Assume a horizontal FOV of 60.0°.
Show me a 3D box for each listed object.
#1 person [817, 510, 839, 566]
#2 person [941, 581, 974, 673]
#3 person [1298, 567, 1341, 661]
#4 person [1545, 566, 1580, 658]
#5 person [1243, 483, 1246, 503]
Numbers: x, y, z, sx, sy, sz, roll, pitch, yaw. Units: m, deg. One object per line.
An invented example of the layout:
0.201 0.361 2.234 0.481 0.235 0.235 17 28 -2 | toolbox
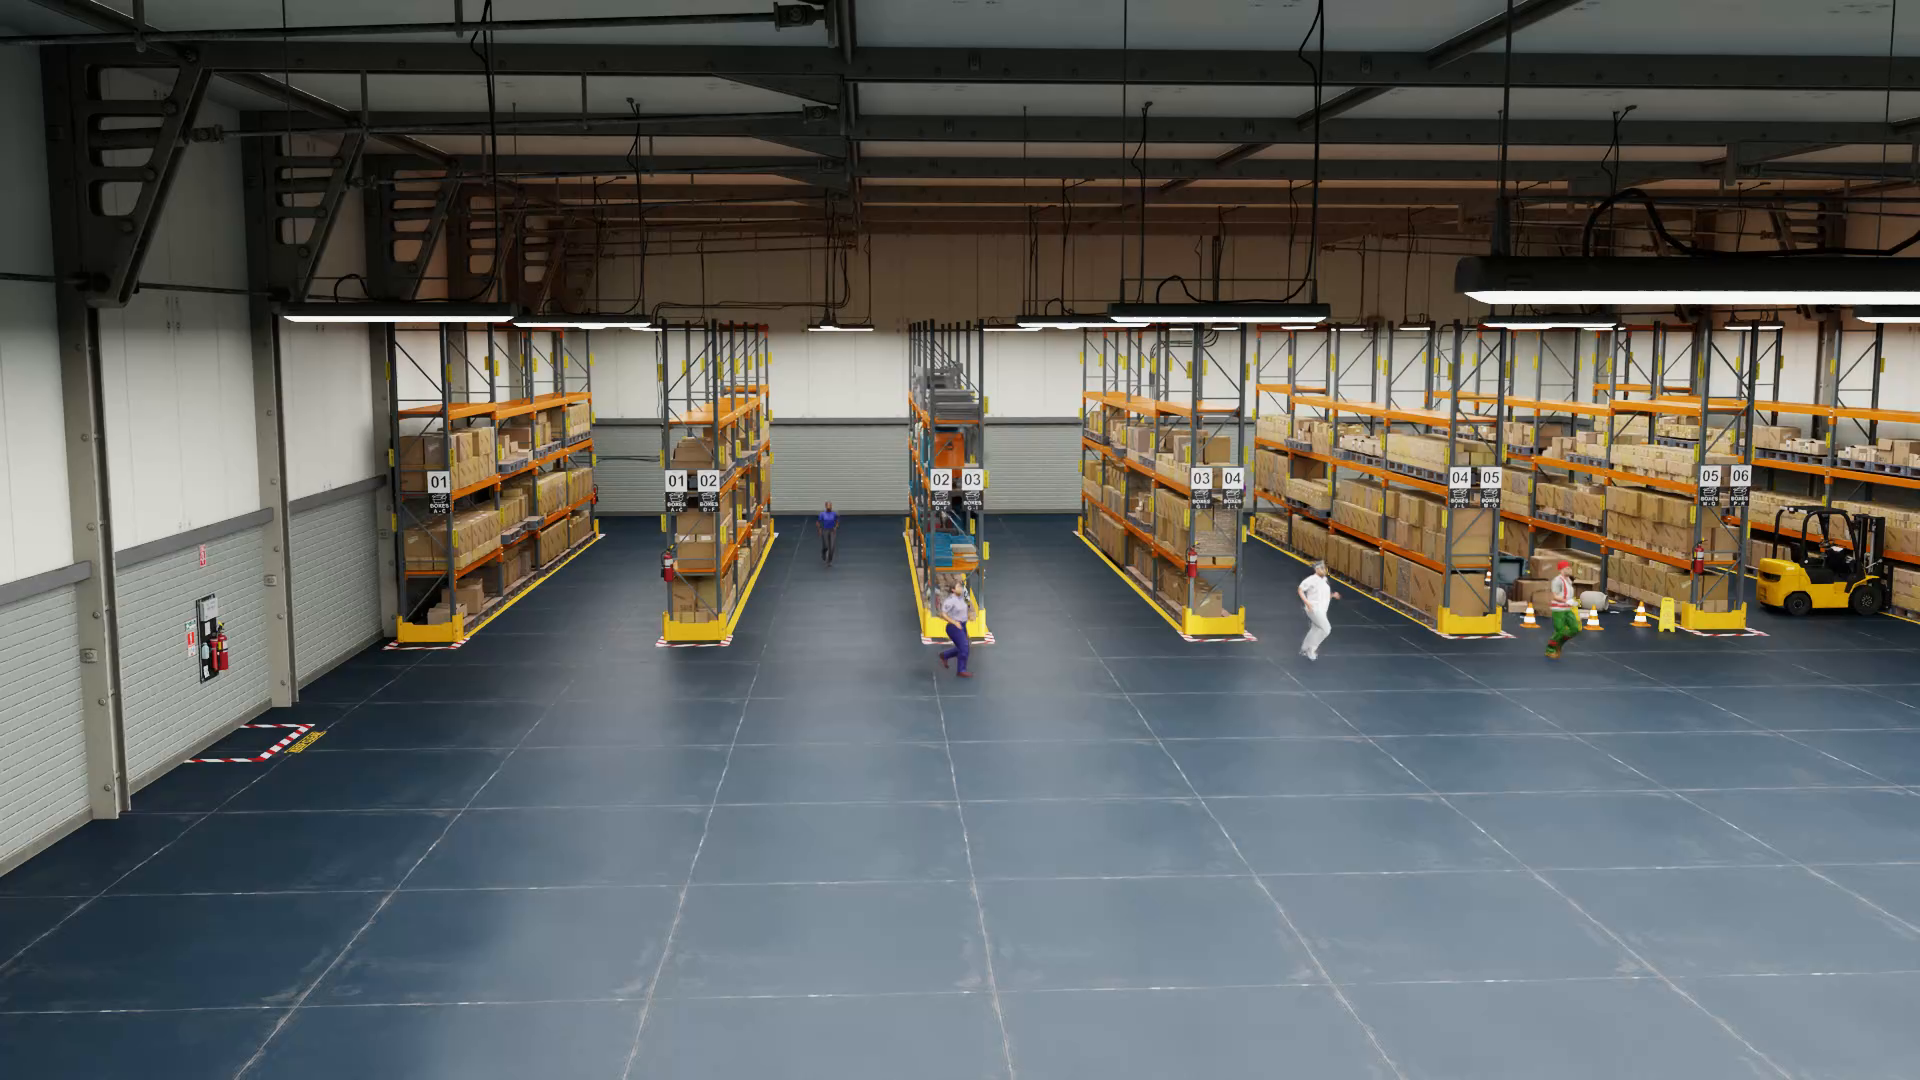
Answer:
-3.256 -0.055 41.228 0.539 1.409 0.526 -2 7 -15 | person
-0.082 1.458 27.913 0.593 1.536 0.613 3 8 25 | person
6.354 1.269 29.368 0.697 1.746 0.632 5 9 35 | person
10.665 1.251 29.300 0.685 1.694 0.621 -6 10 -42 | person
8.146 -1.138 49.011 0.620 1.632 0.828 -2 7 -16 | person
